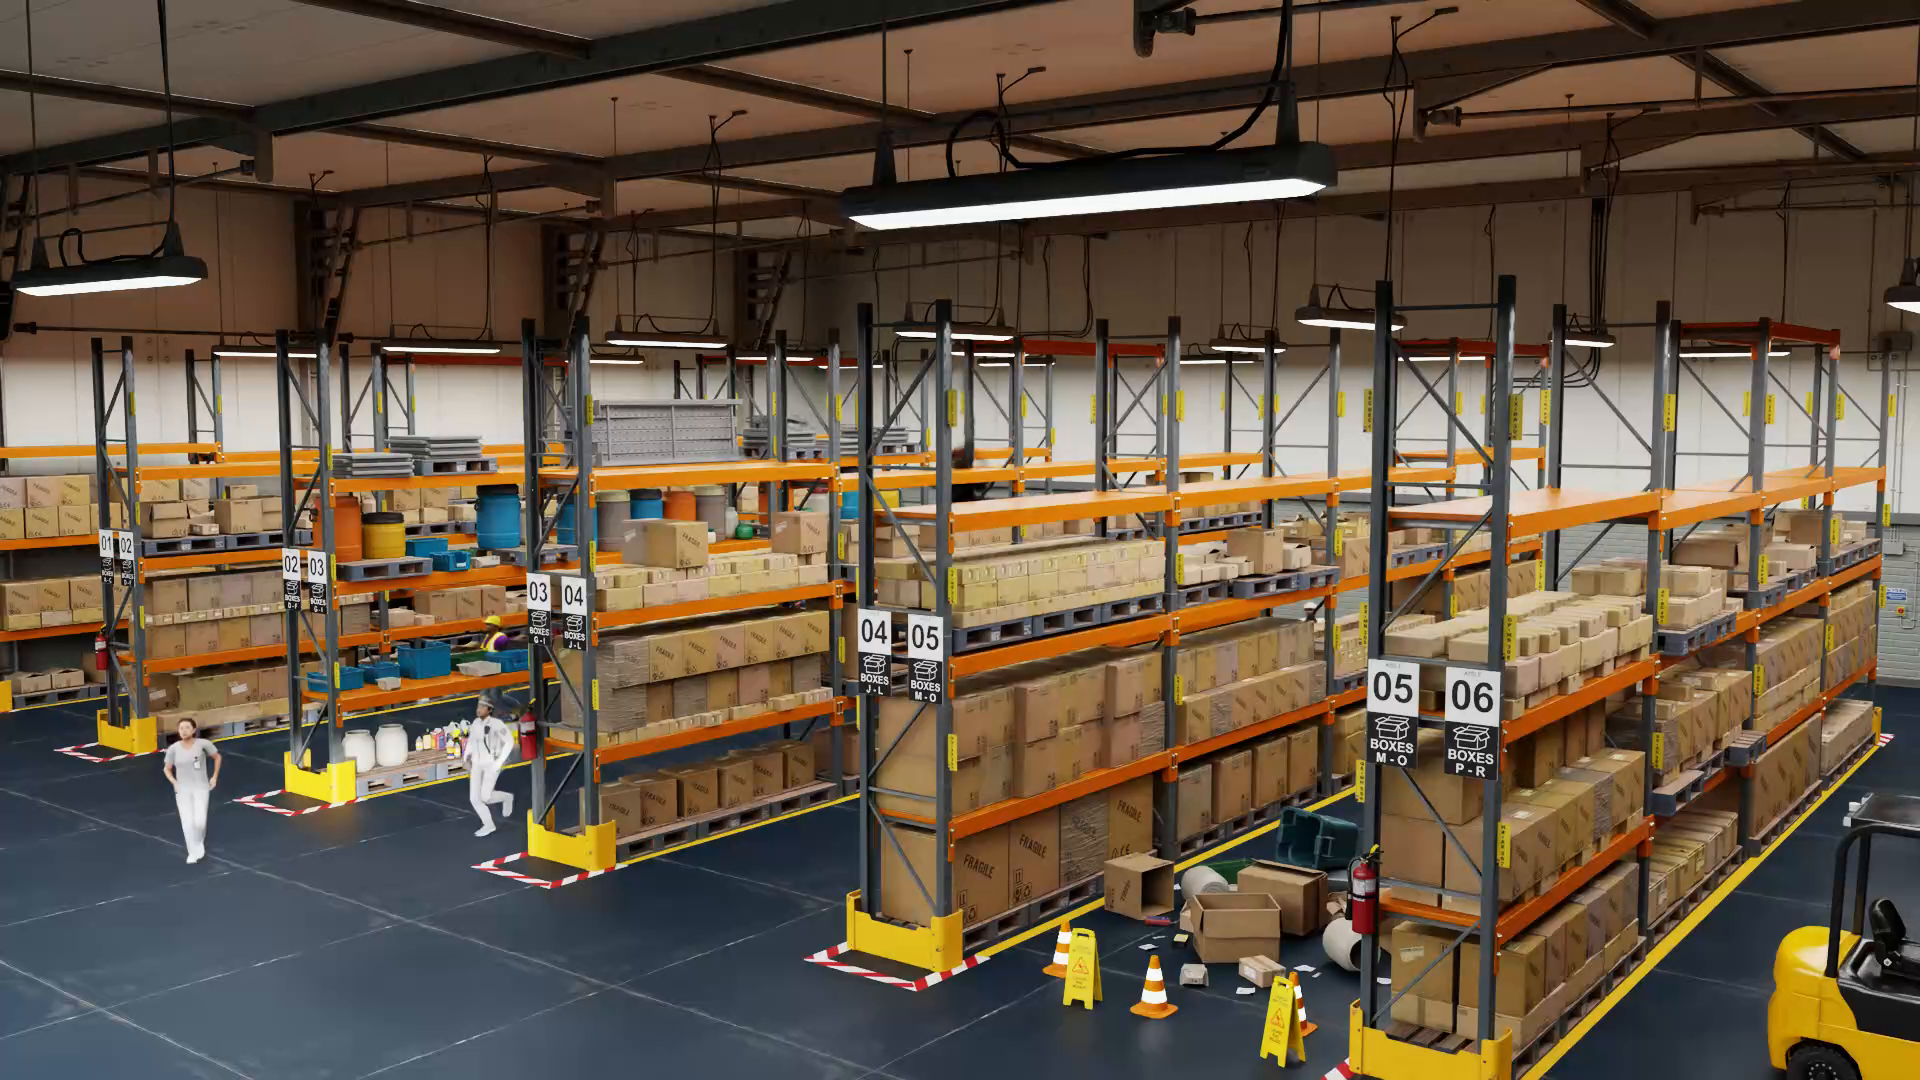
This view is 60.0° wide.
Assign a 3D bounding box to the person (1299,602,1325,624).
[{"bbox_3d":[5.756,1.902,27.403,0.674,1.761,0.643,3,6,34],"label":"person"}]

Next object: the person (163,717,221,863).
[{"bbox_3d":[-8.446,2.762,18.288,0.571,1.626,0.547,-2,5,-17],"label":"person"}]

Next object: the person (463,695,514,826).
[{"bbox_3d":[-5.579,2.603,19.618,0.656,1.578,0.494,2,6,26],"label":"person"}]

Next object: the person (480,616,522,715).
[{"bbox_3d":[-7.182,2.049,25.817,0.689,1.767,0.852,4,6,39],"label":"person"}]
